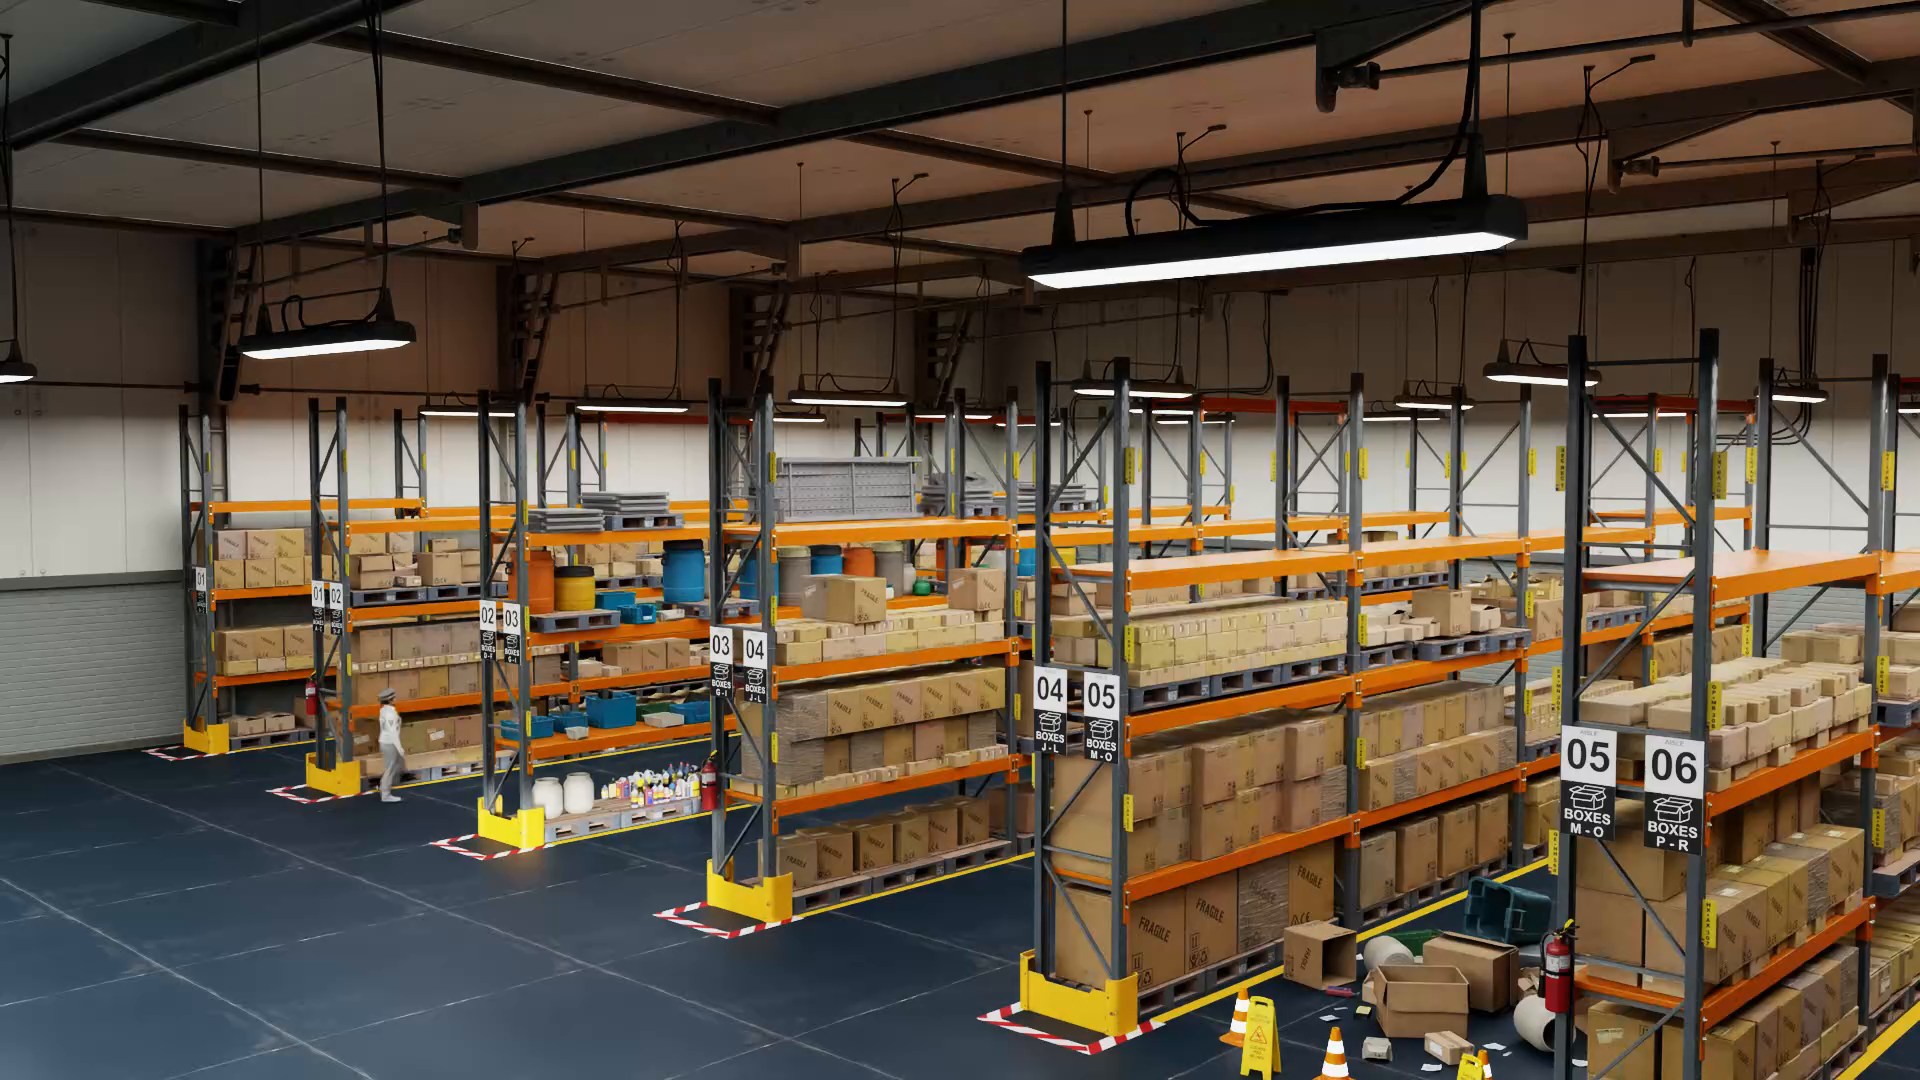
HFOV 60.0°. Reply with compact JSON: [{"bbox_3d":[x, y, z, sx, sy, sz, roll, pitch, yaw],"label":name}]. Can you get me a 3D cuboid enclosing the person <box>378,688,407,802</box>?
[{"bbox_3d":[-8.352,3.023,24.490,0.393,1.701,0.487,-1,3,-20],"label":"person"}]
